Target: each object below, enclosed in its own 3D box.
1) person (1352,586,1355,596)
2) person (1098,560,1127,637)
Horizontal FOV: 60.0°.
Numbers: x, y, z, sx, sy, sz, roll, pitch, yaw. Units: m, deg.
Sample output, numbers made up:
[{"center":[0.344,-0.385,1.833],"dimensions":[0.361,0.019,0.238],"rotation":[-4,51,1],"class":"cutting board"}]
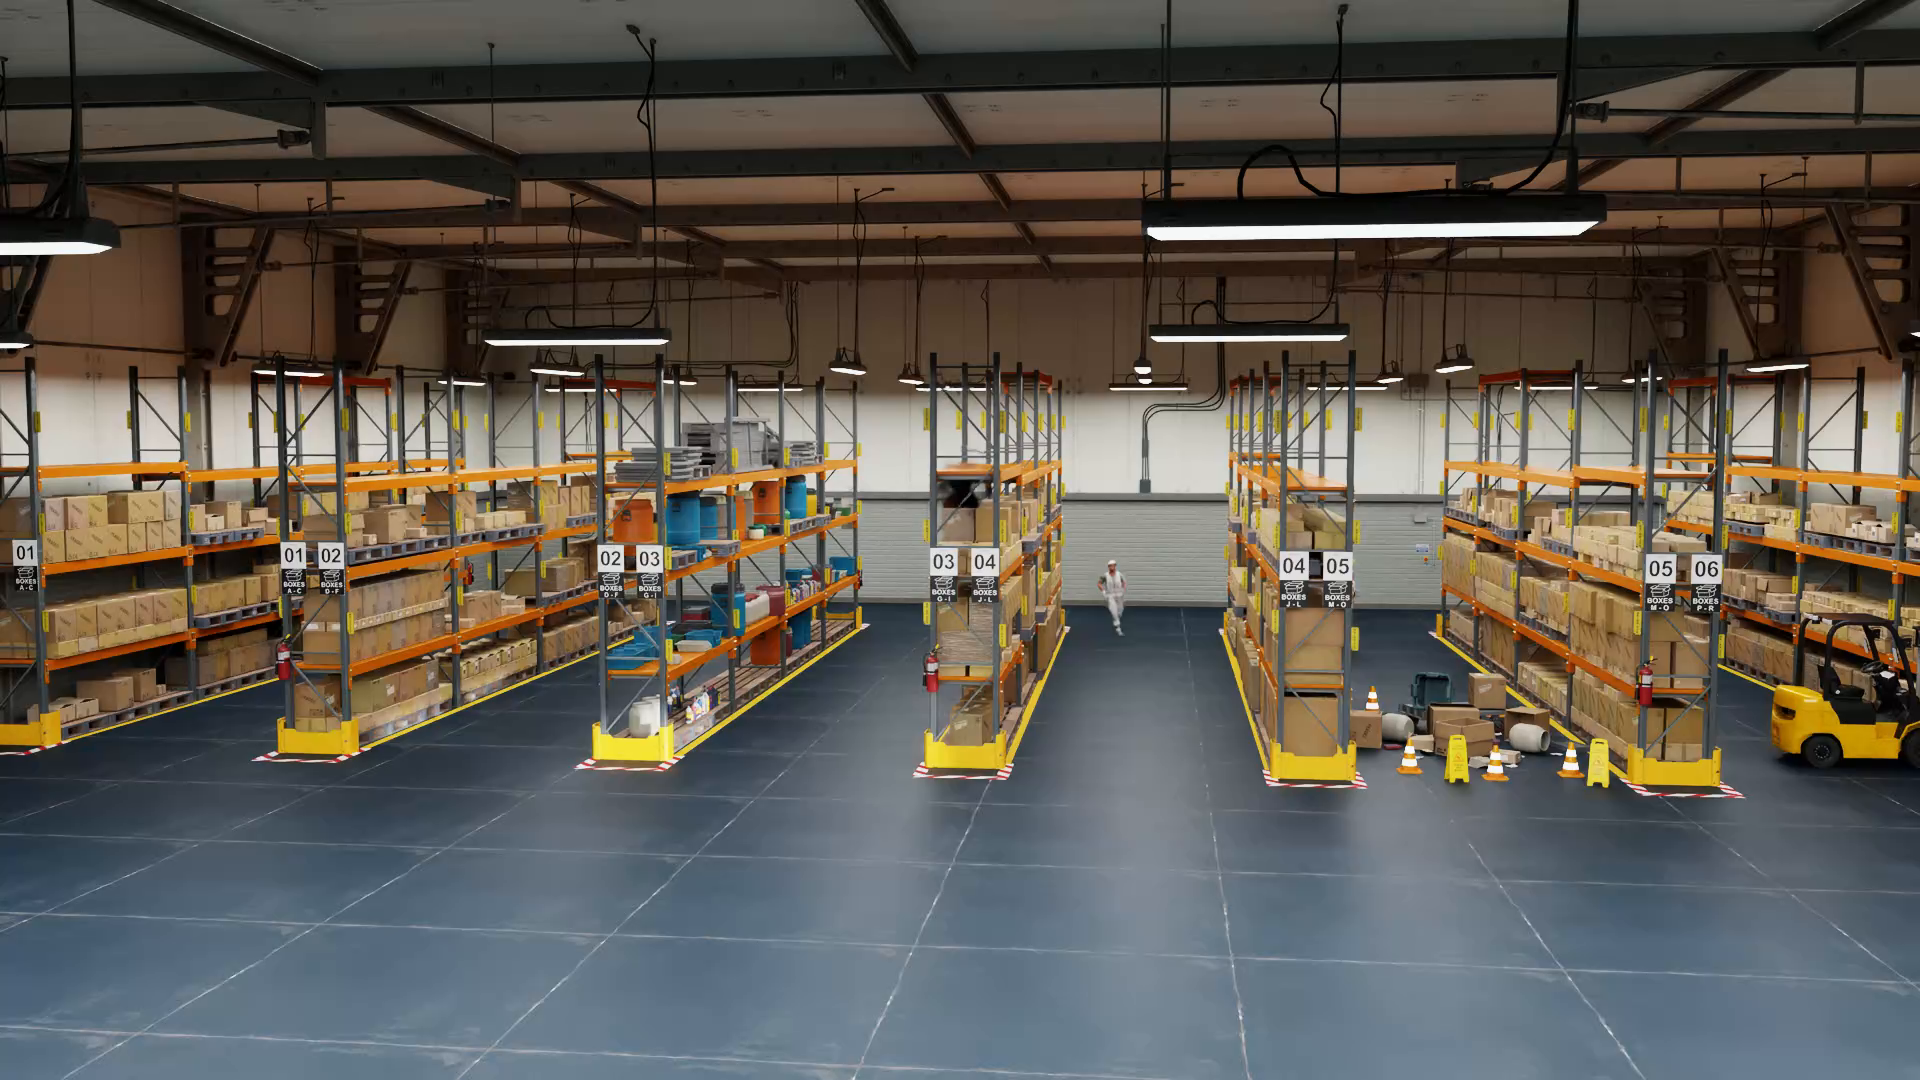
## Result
[{"center":[8.538,1.472,37.456],"dimensions":[0.681,1.754,0.626],"rotation":[0,4,-1],"class":"person"},{"center":[3.597,1.353,39.105],"dimensions":[0.670,1.766,0.894],"rotation":[-1,4,-10],"class":"person"}]
